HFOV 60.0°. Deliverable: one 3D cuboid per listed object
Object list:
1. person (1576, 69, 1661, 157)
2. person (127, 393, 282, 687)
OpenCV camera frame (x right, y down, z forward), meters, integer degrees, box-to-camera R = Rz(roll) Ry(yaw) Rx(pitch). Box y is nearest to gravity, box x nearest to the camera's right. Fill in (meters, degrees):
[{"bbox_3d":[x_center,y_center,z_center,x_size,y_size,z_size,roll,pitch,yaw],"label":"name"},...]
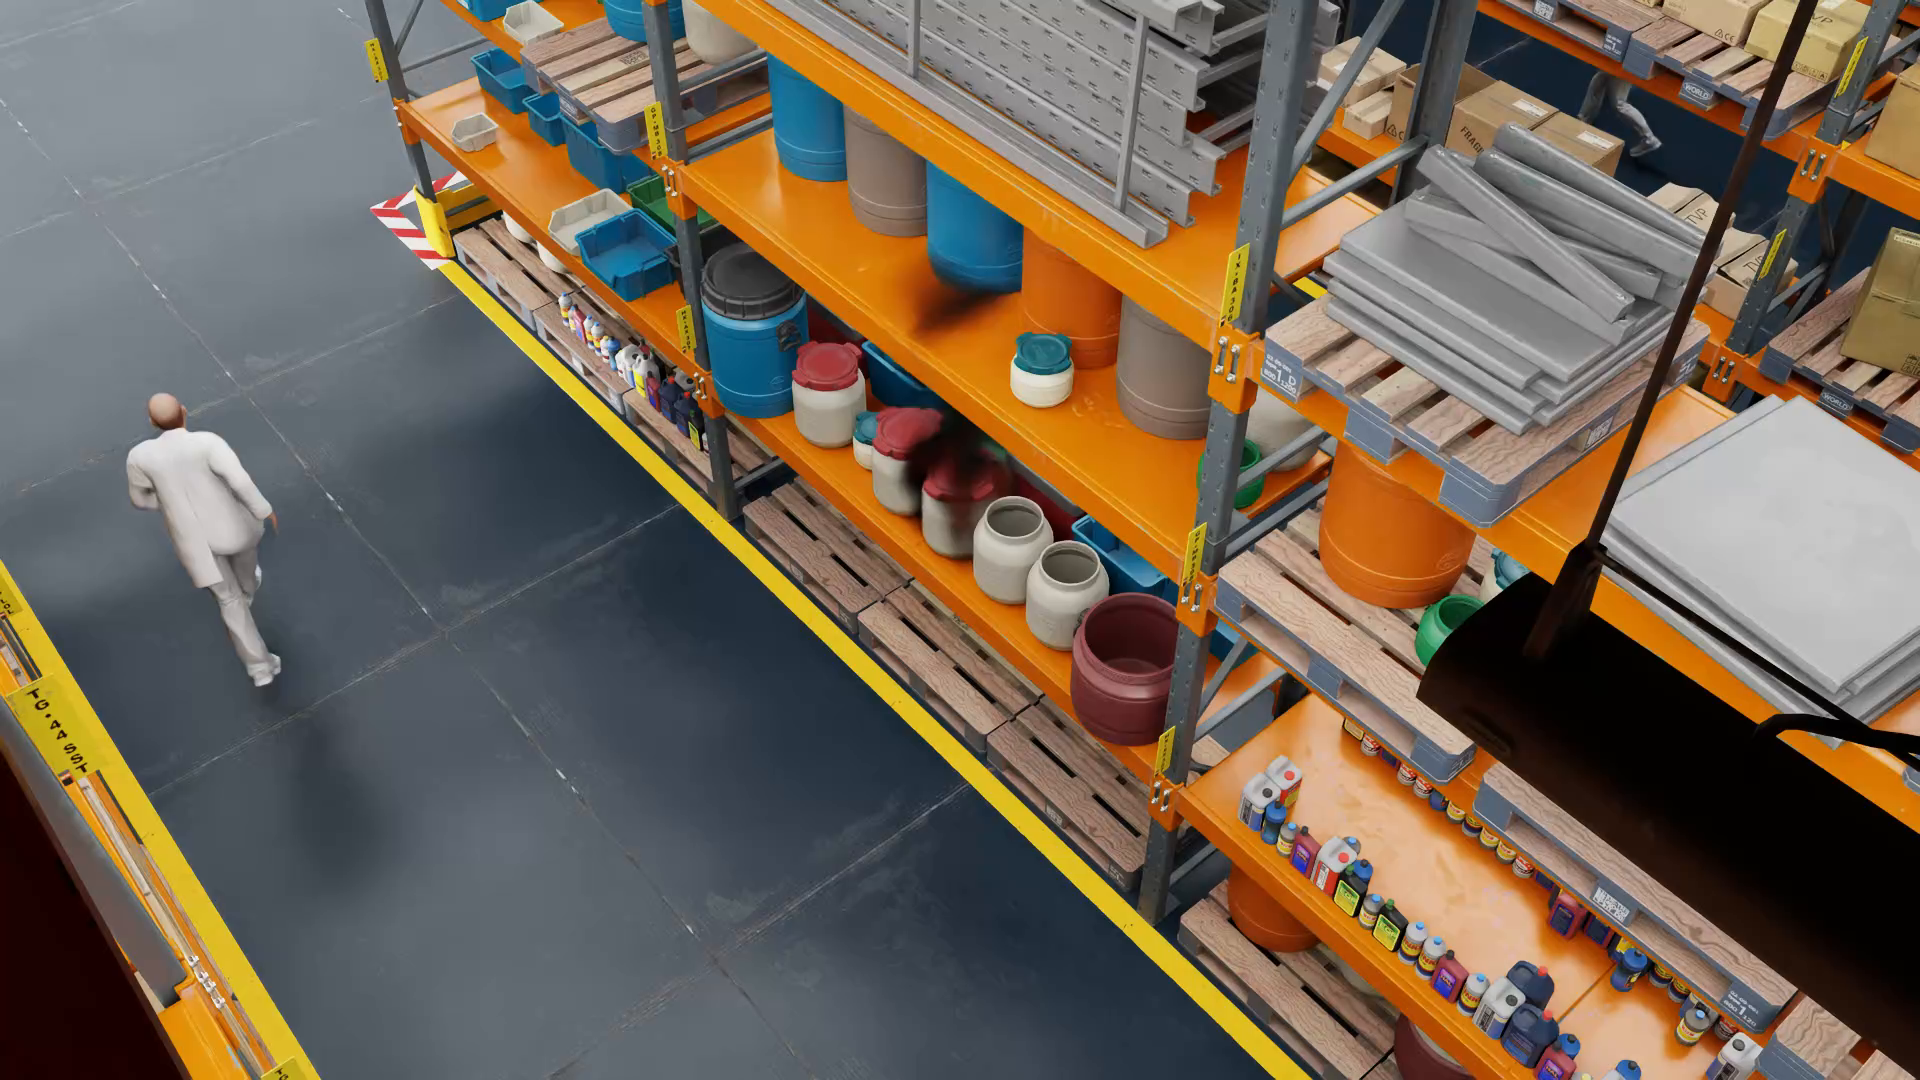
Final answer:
[{"bbox_3d":[5.448,-3.903,13.538,0.893,1.681,0.590,27,52,24],"label":"person"},{"bbox_3d":[-4.297,0.028,9.584,0.721,1.623,1.159,-14,48,-13],"label":"person"}]
